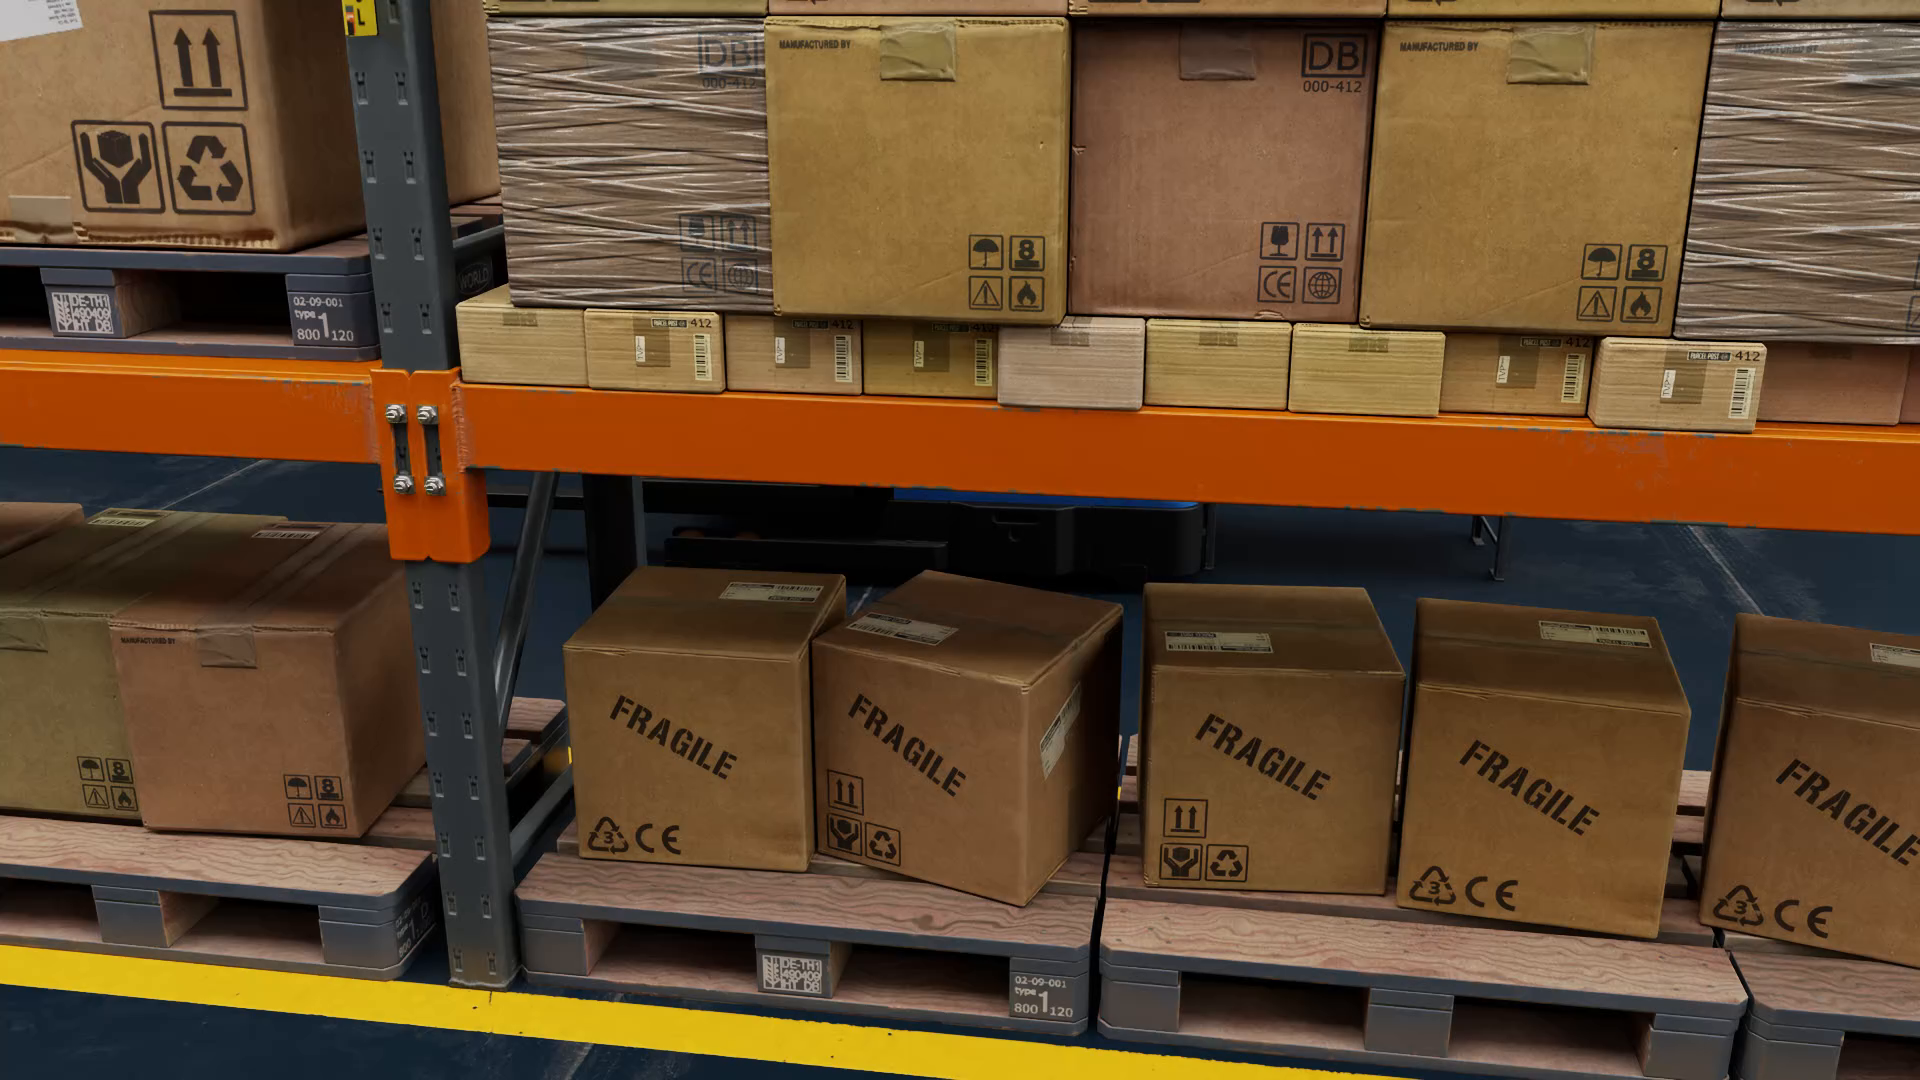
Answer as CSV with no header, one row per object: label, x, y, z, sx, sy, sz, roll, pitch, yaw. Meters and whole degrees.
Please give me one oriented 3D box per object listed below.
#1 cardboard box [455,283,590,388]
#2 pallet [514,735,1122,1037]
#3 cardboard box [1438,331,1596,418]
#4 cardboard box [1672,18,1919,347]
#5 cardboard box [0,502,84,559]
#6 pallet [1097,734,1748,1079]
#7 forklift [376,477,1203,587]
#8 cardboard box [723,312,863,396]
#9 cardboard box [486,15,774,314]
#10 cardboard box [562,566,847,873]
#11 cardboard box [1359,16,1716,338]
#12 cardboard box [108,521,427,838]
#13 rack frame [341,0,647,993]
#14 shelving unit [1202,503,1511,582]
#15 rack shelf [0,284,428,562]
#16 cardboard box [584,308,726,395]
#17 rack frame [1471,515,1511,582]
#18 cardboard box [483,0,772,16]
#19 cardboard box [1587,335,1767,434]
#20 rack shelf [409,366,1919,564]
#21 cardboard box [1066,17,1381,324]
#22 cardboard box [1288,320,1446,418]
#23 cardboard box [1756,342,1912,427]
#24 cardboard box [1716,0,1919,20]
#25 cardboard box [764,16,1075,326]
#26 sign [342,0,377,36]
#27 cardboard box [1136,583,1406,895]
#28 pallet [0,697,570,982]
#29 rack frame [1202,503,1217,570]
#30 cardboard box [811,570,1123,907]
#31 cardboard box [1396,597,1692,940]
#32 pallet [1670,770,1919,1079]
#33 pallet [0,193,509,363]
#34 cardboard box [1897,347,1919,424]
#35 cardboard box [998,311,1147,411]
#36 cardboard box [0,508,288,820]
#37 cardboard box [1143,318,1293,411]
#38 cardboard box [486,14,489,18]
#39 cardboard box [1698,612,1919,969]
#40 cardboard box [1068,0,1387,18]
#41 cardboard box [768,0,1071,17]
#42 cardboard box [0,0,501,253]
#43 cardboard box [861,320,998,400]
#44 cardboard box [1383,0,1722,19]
cardboard box,-0.767,-0.412,3.202,0.250,0.149,0.380,3,19,9
pallet,-0.262,0.709,3.851,1.213,0.211,1.003,3,19,9
cardboard box,0.971,-0.342,2.994,0.250,0.149,0.380,3,19,9
cardboard box,1.480,-0.686,2.998,0.500,0.500,0.875,3,19,9
cardboard box,-2.554,0.245,4.089,0.500,0.500,0.700,1,19,4
pallet,0.946,0.770,3.669,1.213,0.211,1.003,3,19,9
forklift,-0.621,-1.413,5.907,3.031,2.935,1.130,2,19,6
cardboard box,-0.271,-0.391,3.141,0.250,0.149,0.380,3,19,9
cardboard box,-0.497,-0.782,3.287,0.500,0.500,0.875,3,19,9
cardboard box,-0.542,0.383,3.709,0.500,0.500,0.500,2,19,7
cardboard box,0.988,-0.714,3.085,0.500,0.500,0.875,3,19,9
cardboard box,-1.534,0.303,3.915,0.500,0.500,0.700,1,19,4
rack frame,-0.931,-0.636,3.476,0.127,3.000,1.000,3,19,9
shelving unit,1.428,-0.662,5.919,1.048,1.500,0.538,2,19,6
rack shelf,-2.906,-0.395,3.891,4.000,0.370,1.077,3,19,9
cardboard box,-0.522,-0.395,3.152,0.250,0.149,0.380,3,19,9
rack frame,1.933,-0.644,5.863,0.032,1.500,0.500,2,19,6
cardboard box,-0.527,-1.196,2.949,0.500,0.500,0.500,3,19,9
cardboard box,1.206,-0.308,2.891,0.250,0.149,0.380,3,19,9
rack shelf,1.044,-0.194,3.289,4.000,0.370,1.077,3,19,9
cardboard box,0.501,-0.753,3.198,0.500,0.500,0.875,3,19,9
cardboard box,0.717,-0.340,2.989,0.250,0.149,0.380,3,19,9
cardboard box,1.467,-0.323,2.937,0.250,0.149,0.380,3,19,9
cardboard box,1.448,-1.097,2.651,0.500,0.500,0.500,3,19,9
cardboard box,-0.008,-0.746,3.179,0.500,0.500,0.875,3,19,9
sign,-1.016,-1.011,2.772,0.005,0.325,0.100,3,19,9
cardboard box,0.650,0.416,3.610,0.500,0.500,0.500,1,19,4
pallet,-1.700,0.648,4.034,1.213,0.211,1.003,3,19,9
rack frame,0.923,-0.681,5.975,0.032,1.500,0.500,2,19,6
cardboard box,0.024,0.410,3.629,0.500,0.500,0.500,9,21,26
cardboard box,1.194,0.458,3.484,0.500,0.500,0.500,5,19,14
pallet,2.147,0.832,3.484,1.213,0.211,1.003,3,19,9
pallet,-1.663,-0.629,3.758,1.213,0.211,1.003,3,19,9
cardboard box,1.718,-0.317,2.920,0.250,0.149,0.380,3,19,9
cardboard box,0.218,-0.356,3.036,0.250,0.149,0.380,3,19,9
cardboard box,-2.002,0.273,4.005,0.500,0.500,0.700,3,19,8
cardboard box,0.472,-0.356,3.037,0.250,0.149,0.380,3,19,9
cardboard box,-2.041,-2.806,8.229,0.500,0.500,0.700,3,19,8
cardboard box,1.809,0.496,3.372,0.500,0.500,0.500,8,20,23
cardboard box,0.460,-1.146,2.799,0.500,0.500,0.500,3,19,9
cardboard box,-0.033,-1.172,2.875,0.500,0.500,0.500,3,19,9
cardboard box,-1.693,-1.203,3.565,1.000,1.000,1.000,3,19,9
cardboard box,-0.022,-0.381,3.112,0.250,0.149,0.380,3,19,9
cardboard box,0.956,-1.124,2.734,0.500,0.500,0.500,3,19,9
